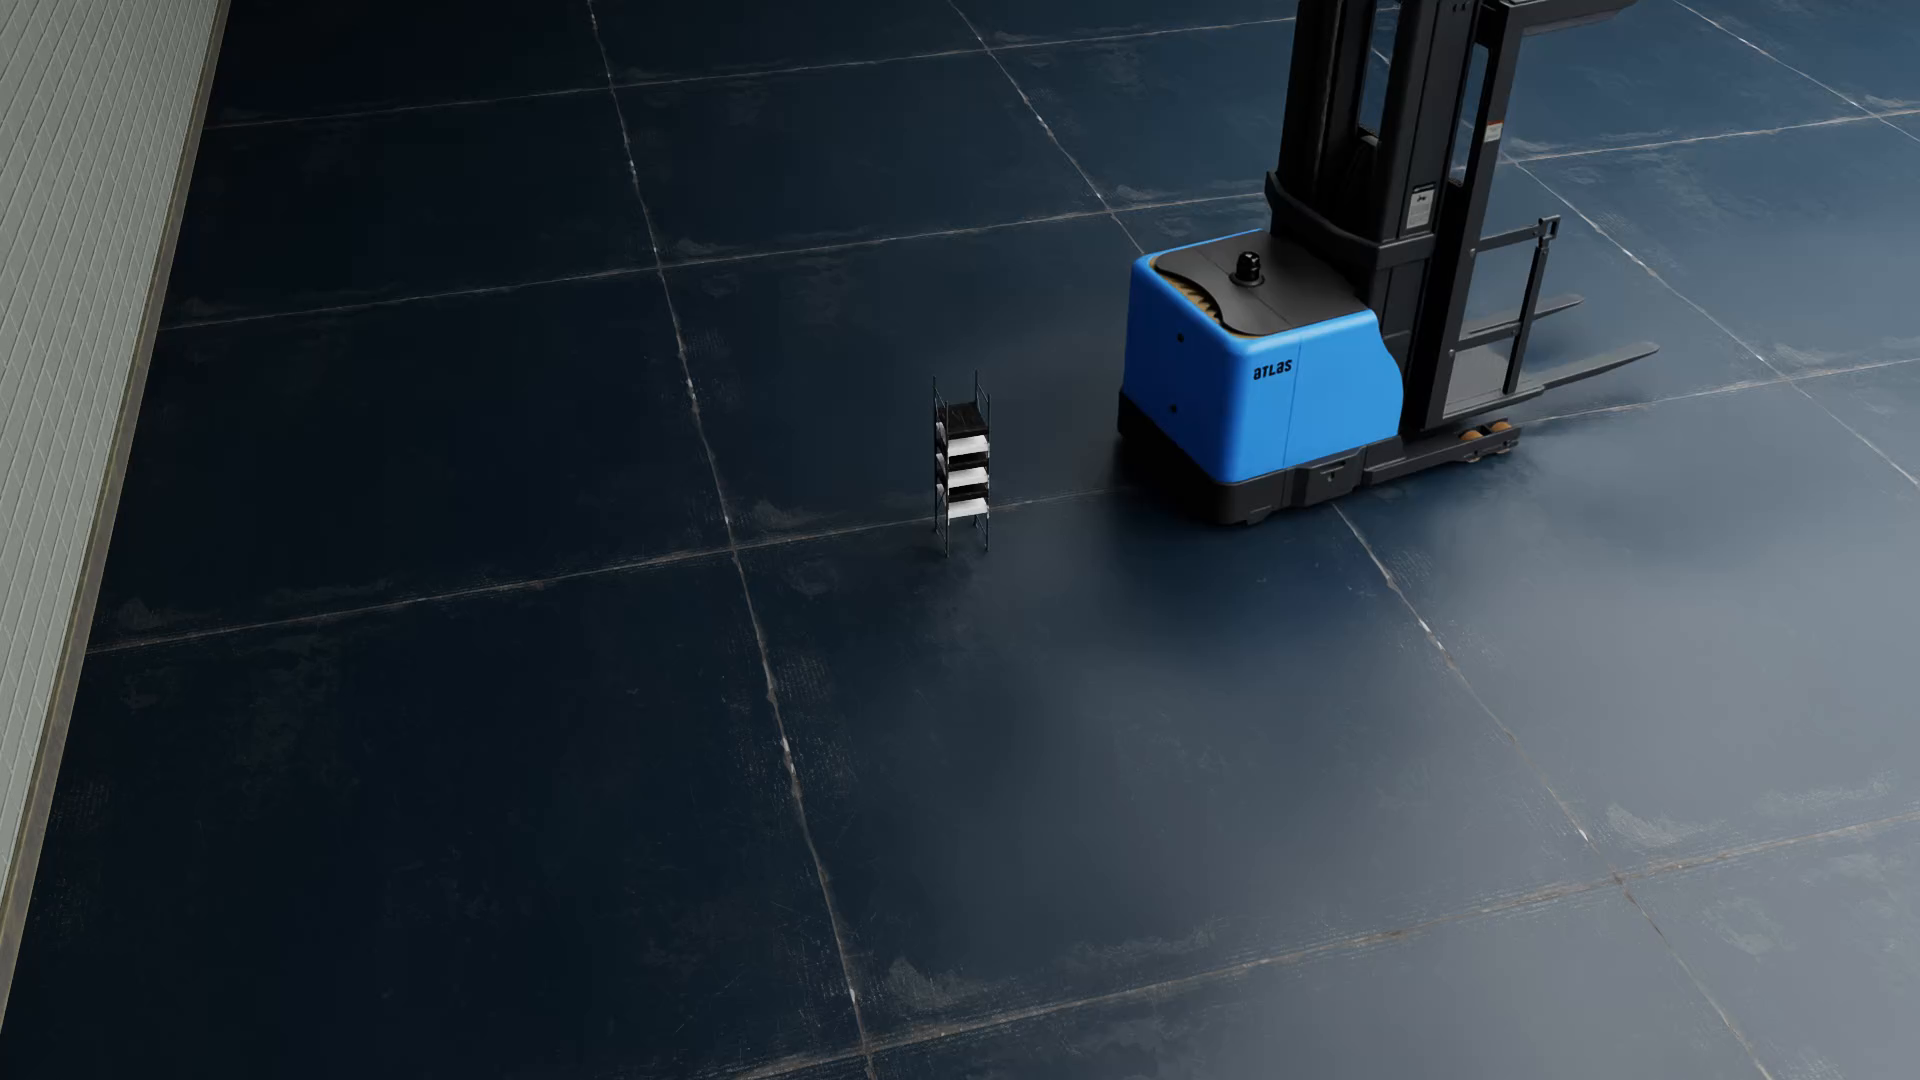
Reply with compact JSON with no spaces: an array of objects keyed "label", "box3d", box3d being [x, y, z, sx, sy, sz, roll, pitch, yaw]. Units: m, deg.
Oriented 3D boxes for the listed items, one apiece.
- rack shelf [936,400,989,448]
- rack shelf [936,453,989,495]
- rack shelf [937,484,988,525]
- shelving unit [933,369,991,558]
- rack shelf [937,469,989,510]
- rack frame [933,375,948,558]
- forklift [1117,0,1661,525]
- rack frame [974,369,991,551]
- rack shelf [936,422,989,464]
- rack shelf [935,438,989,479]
[{"label":"rack shelf","box3d":[0.008,-0.547,7.814,0.200,0.077,0.258,-9,38,-12]},{"label":"rack shelf","box3d":[0.008,-0.332,7.978,0.200,0.077,0.258,-9,38,-12]},{"label":"rack shelf","box3d":[0.008,-0.189,8.087,0.200,0.077,0.258,-9,38,-12]},{"label":"shelving unit","box3d":[0.008,-0.359,7.958,0.210,0.900,0.258,-9,38,-12]},{"label":"rack shelf","box3d":[0.008,-0.261,8.033,0.200,0.077,0.258,-9,38,-12]},{"label":"rack frame","box3d":[-0.090,-0.343,7.937,0.006,0.900,0.240,-9,38,-12]},{"label":"forklift","box3d":[2.398,-1.846,8.230,3.031,2.935,1.130,-16,40,-20]},{"label":"rack frame","box3d":[0.106,-0.375,7.979,0.006,0.900,0.240,-9,38,-12]},{"label":"rack shelf","box3d":[0.008,-0.475,7.869,0.200,0.077,0.258,-9,38,-12]},{"label":"rack shelf","box3d":[0.008,-0.404,7.923,0.200,0.077,0.258,-9,38,-12]}]
